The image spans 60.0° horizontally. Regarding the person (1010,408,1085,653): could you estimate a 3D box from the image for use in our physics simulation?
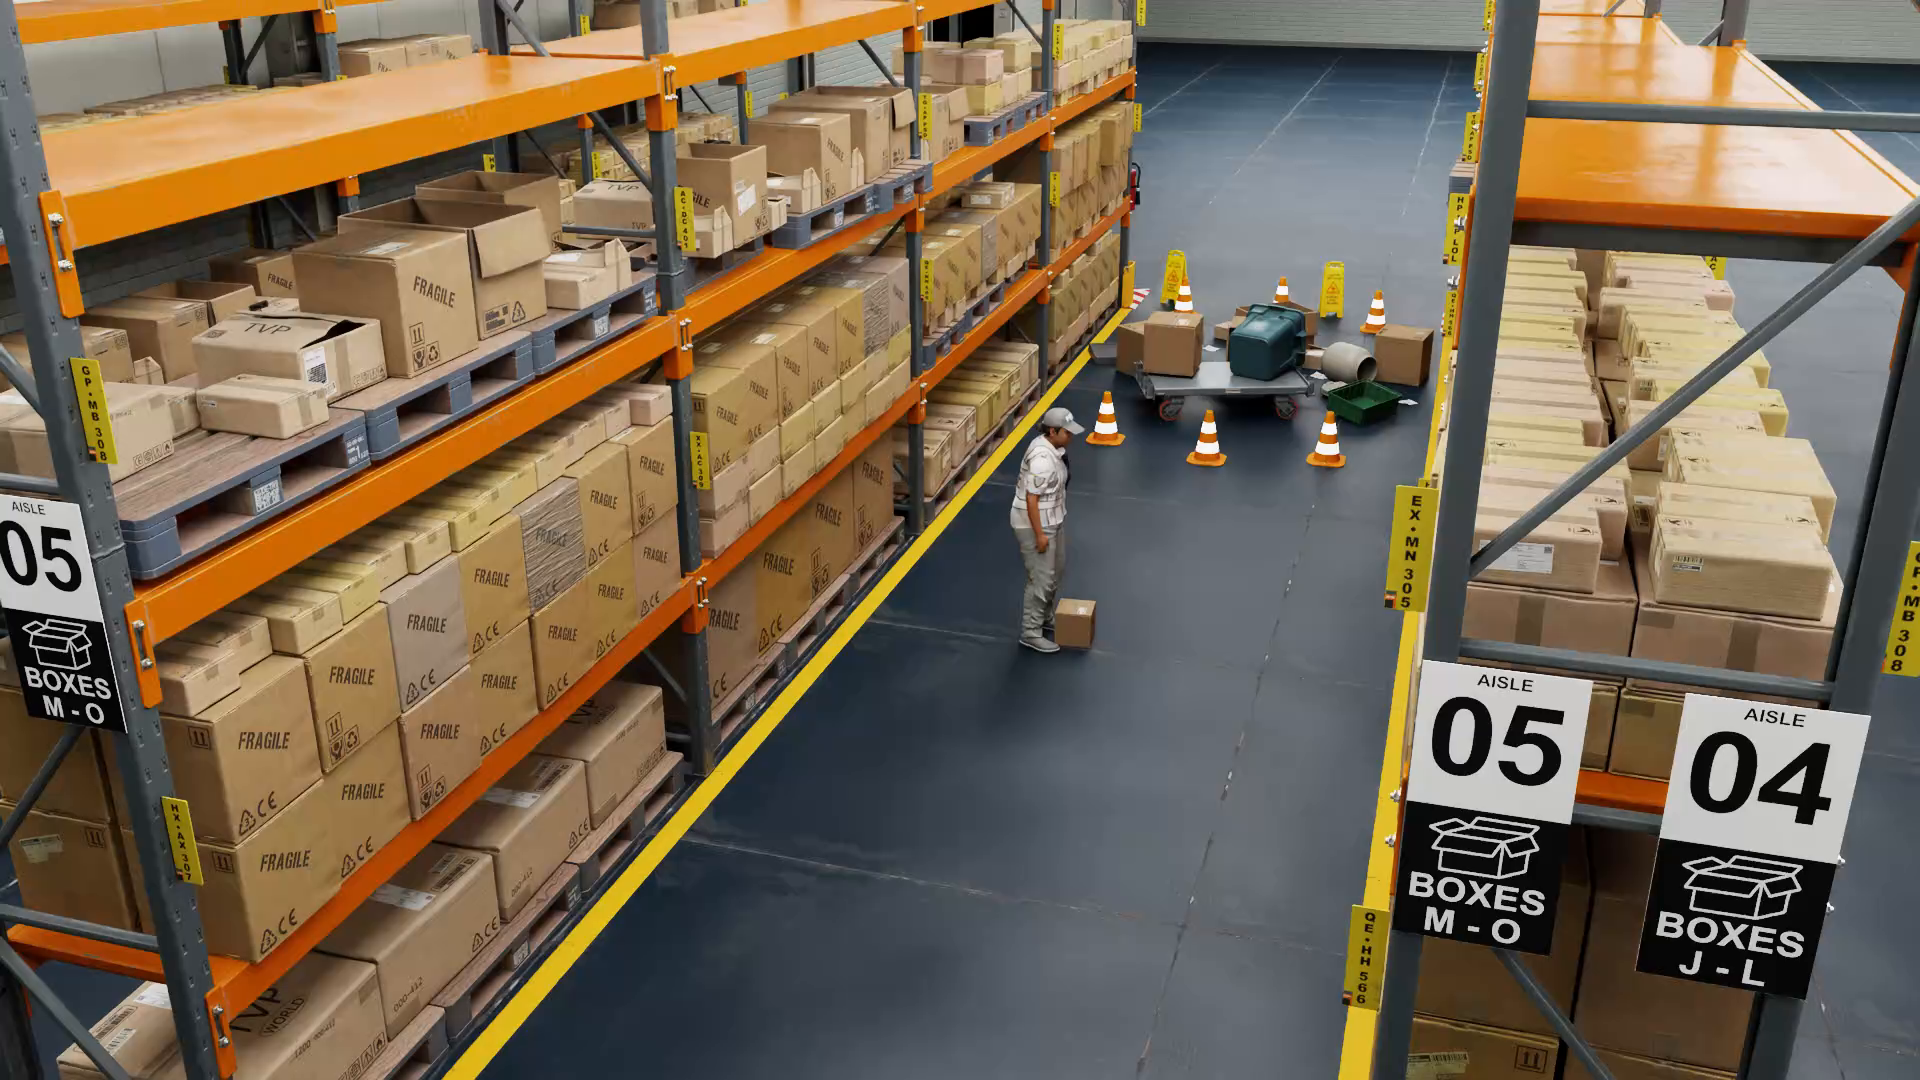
[{"bbox_3d":[0.591,-0.099,11.325,0.473,1.666,0.547,6,23,15],"label":"person"}]
